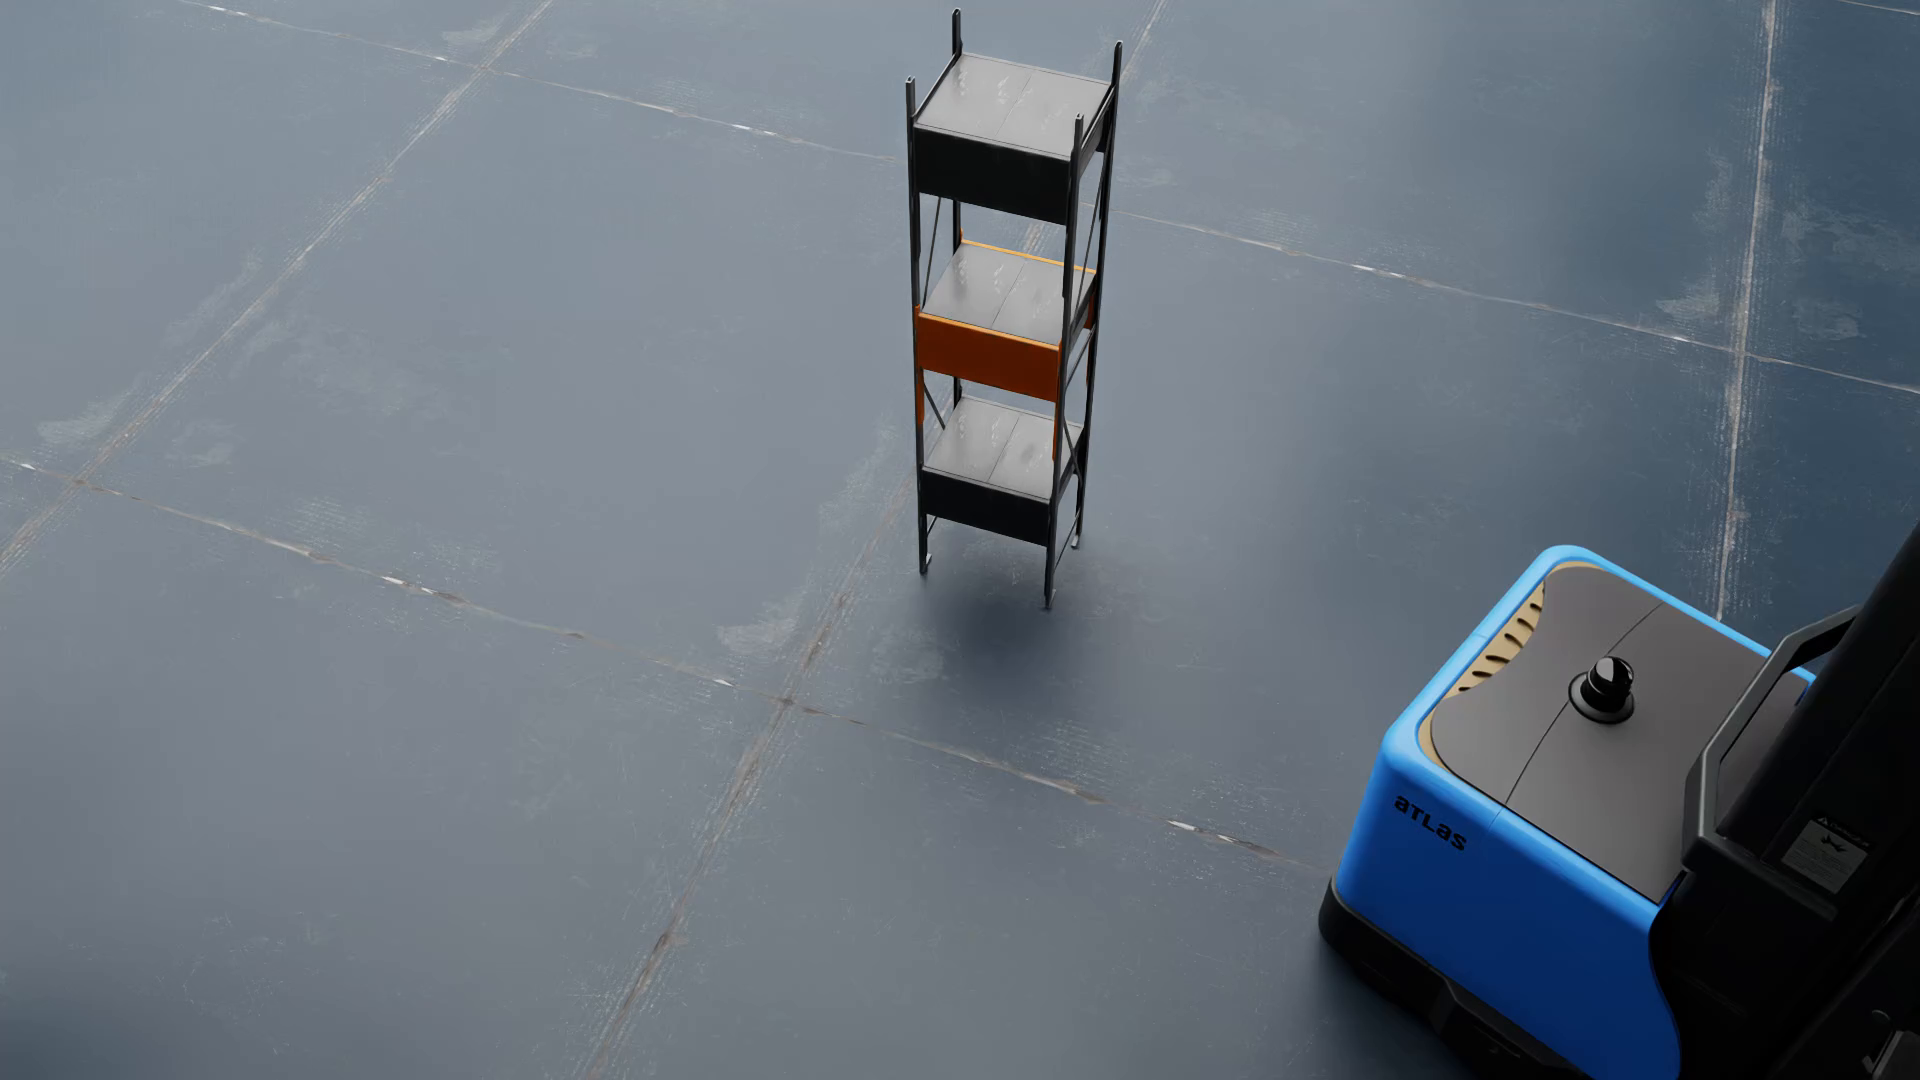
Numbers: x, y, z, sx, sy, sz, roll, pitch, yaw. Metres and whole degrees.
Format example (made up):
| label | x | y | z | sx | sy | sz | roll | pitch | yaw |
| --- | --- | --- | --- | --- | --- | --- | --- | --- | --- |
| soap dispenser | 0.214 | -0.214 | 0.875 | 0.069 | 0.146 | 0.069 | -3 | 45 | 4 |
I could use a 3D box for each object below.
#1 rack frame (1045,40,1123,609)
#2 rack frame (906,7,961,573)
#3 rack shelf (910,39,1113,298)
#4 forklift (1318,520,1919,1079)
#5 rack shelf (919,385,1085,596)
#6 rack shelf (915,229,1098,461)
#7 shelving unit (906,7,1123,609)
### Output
| label | x | y | z | sx | sy | sz | roll | pitch | yaw |
| --- | --- | --- | --- | --- | --- | --- | --- | --- | --- |
| rack frame | 0.384 | -0.580 | 5.364 | 0.015 | 2.100 | 0.400 | 16 | 51 | 13 |
| rack frame | -0.074 | -0.708 | 5.474 | 0.015 | 2.100 | 0.400 | 16 | 51 | 13 |
| rack shelf | 0.155 | -1.094 | 4.900 | 0.480 | 0.518 | 0.431 | 16 | 51 | 13 |
| forklift | 2.541 | 0.744 | 3.666 | 3.031 | 2.935 | 1.130 | 34 | 57 | 26 |
| rack shelf | 0.155 | -0.177 | 5.958 | 0.480 | 0.518 | 0.431 | 16 | 51 | 13 |
| rack shelf | 0.155 | -0.635 | 5.429 | 0.480 | 0.518 | 0.431 | 16 | 51 | 13 |
| shelving unit | 0.155 | -0.644 | 5.419 | 0.503 | 2.100 | 0.431 | 16 | 51 | 13 |
